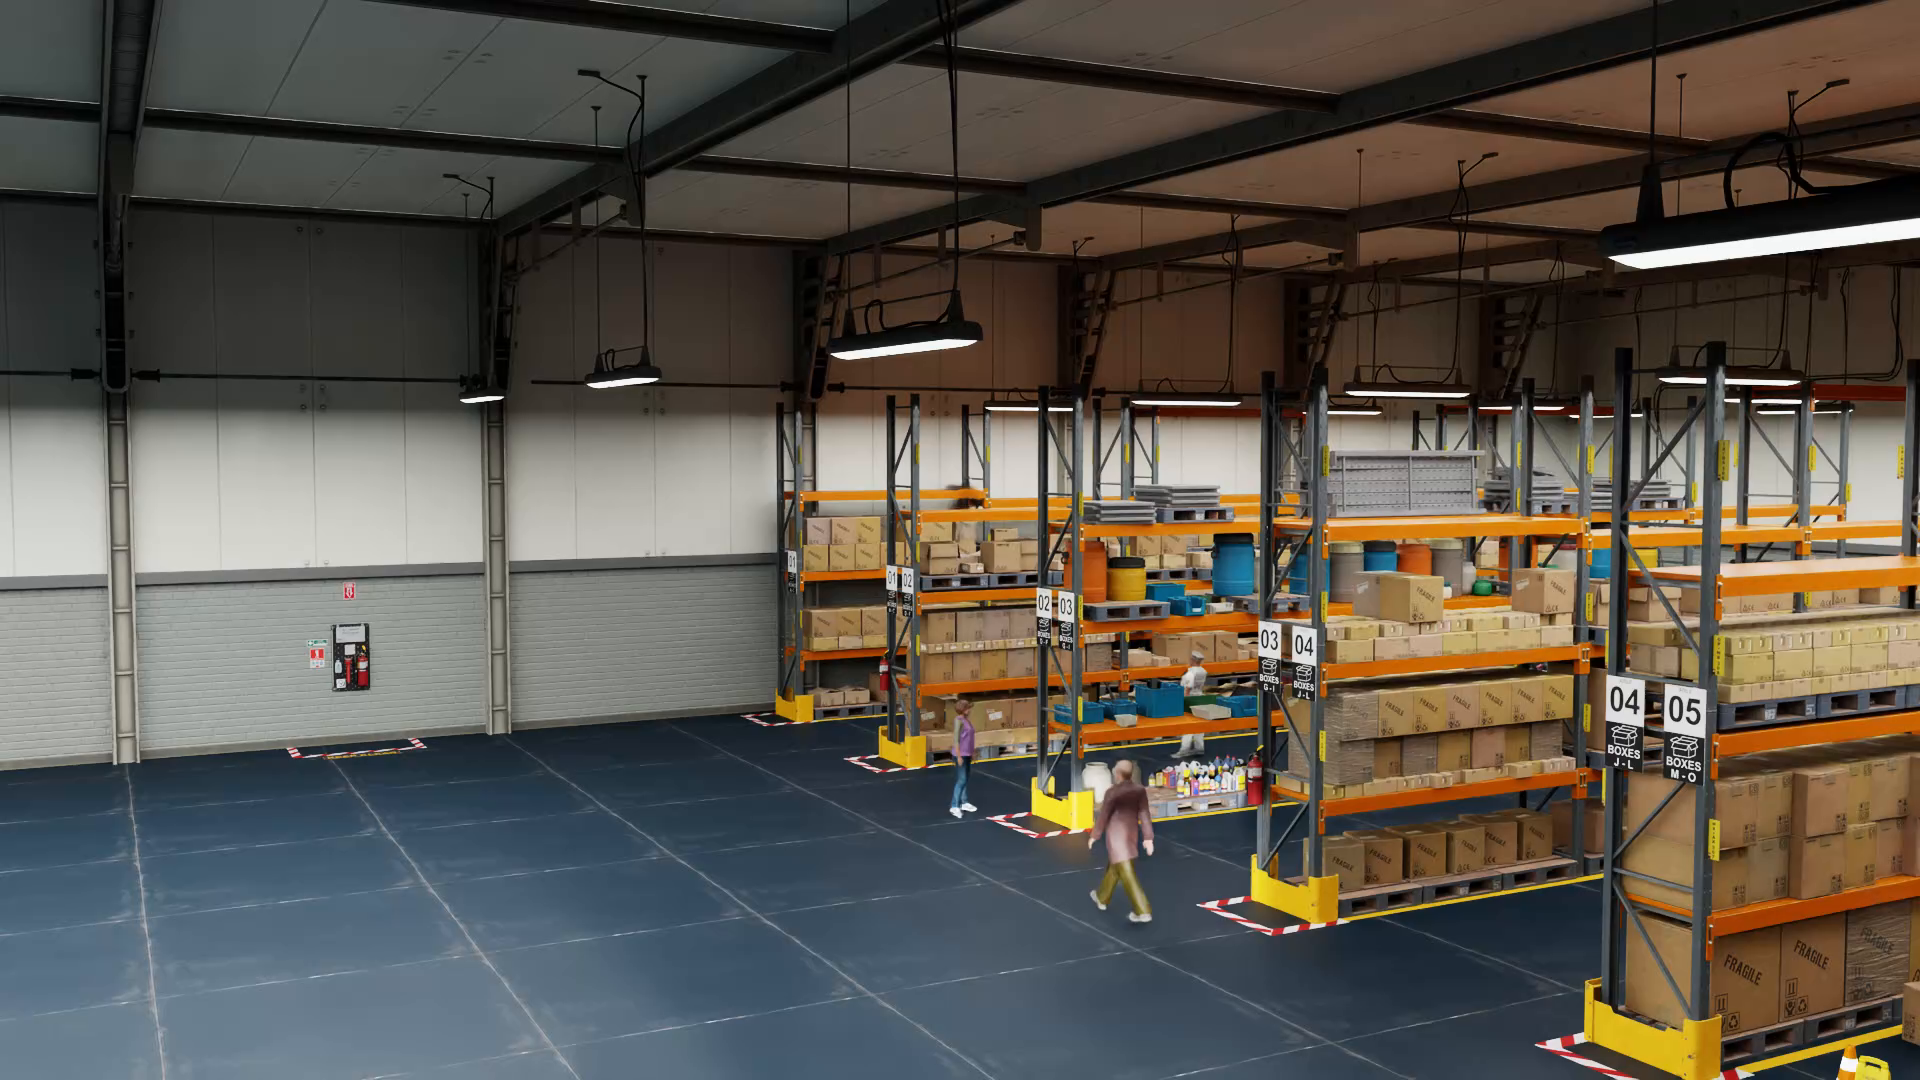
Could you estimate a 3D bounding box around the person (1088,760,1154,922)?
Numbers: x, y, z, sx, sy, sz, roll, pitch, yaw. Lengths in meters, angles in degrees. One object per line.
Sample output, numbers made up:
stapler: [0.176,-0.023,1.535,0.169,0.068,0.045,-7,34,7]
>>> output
person: [1.722,3.254,18.179,1.096,1.727,0.579,3,4,43]

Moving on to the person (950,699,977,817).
person: [0.031,3.049,23.376,0.326,1.618,0.518,1,3,20]

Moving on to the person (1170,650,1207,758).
person: [3.809,2.727,27.690,0.558,1.786,0.554,1,3,18]
